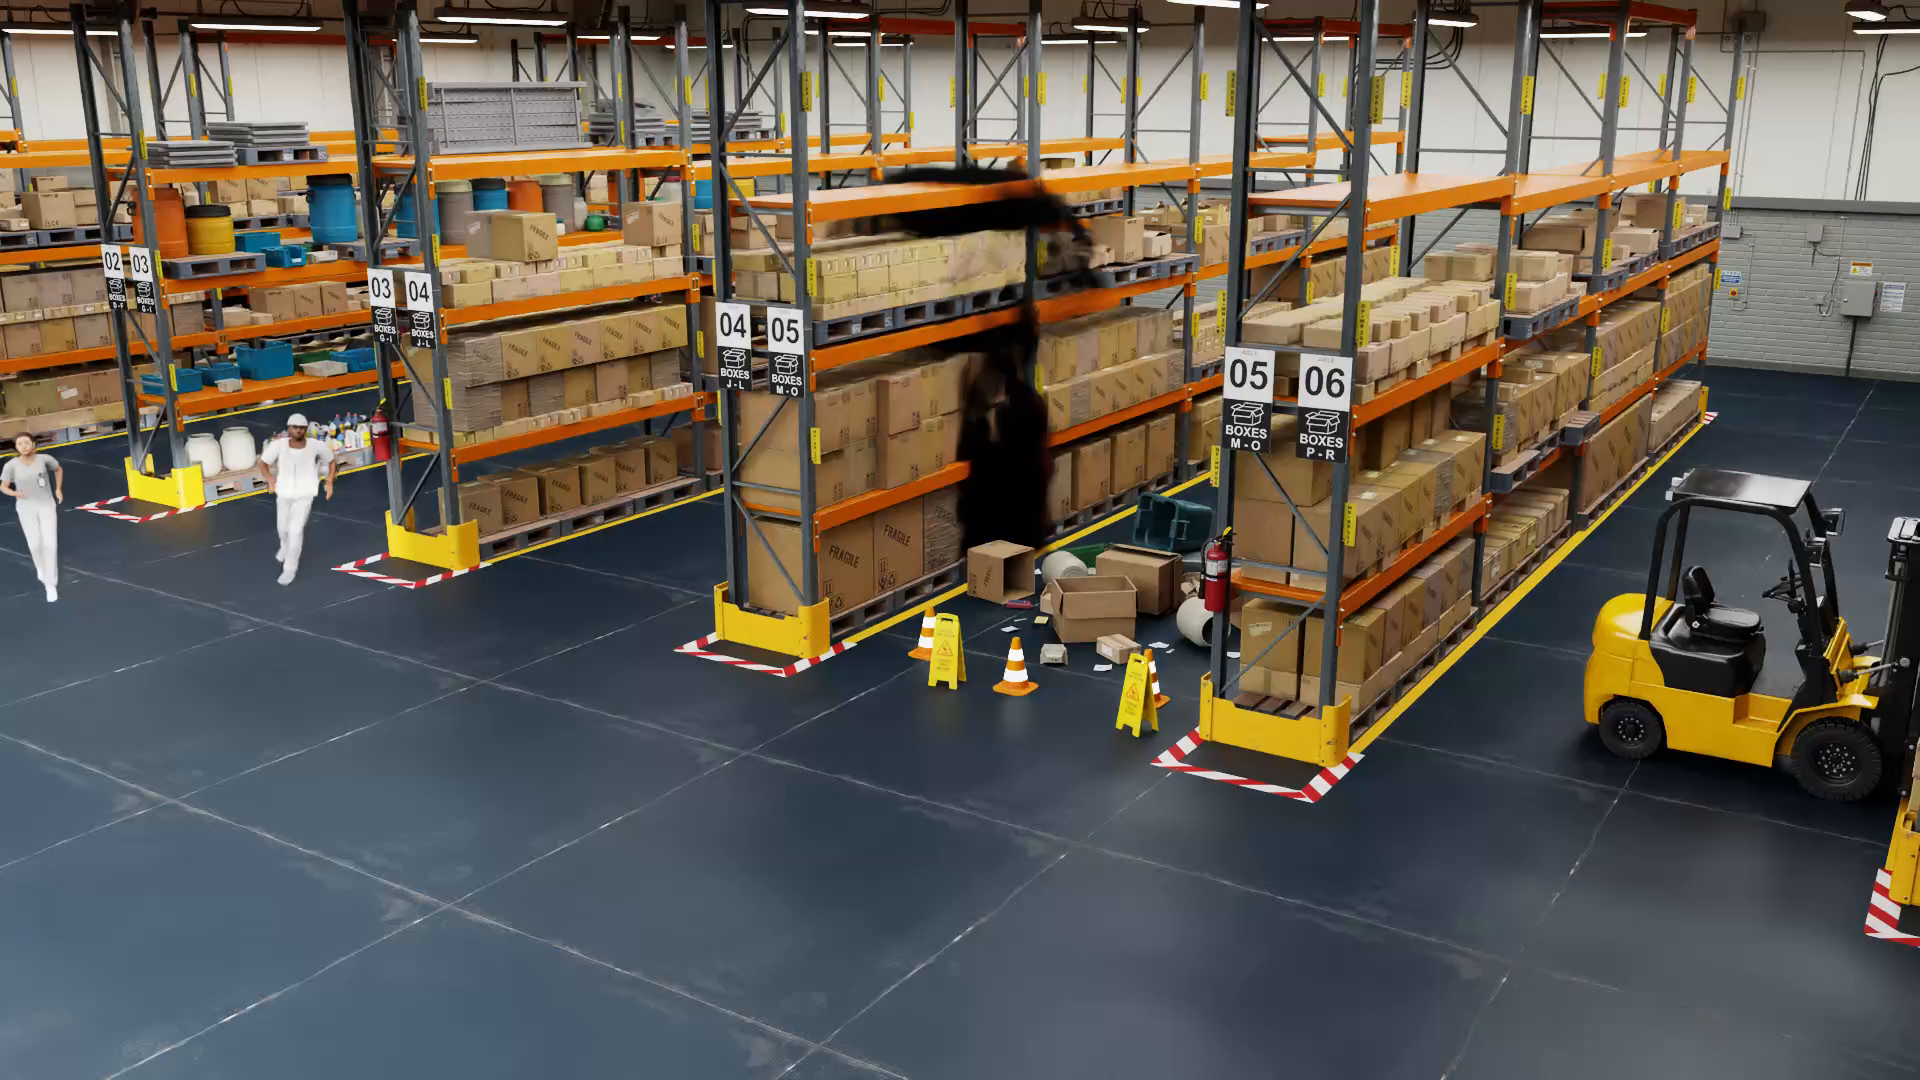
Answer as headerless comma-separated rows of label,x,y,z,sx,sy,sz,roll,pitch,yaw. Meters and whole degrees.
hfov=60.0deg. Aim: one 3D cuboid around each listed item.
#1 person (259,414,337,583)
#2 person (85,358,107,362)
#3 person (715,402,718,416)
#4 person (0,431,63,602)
person,-7.042,-0.488,17.694,0.764,1.728,0.962,-3,16,-10
person,-14.301,-3.187,27.542,0.564,1.653,0.603,6,17,20
person,-3.784,-2.751,25.984,0.593,1.753,0.753,7,17,24
person,-9.509,-0.284,17.116,0.575,1.697,0.905,-7,17,-25
